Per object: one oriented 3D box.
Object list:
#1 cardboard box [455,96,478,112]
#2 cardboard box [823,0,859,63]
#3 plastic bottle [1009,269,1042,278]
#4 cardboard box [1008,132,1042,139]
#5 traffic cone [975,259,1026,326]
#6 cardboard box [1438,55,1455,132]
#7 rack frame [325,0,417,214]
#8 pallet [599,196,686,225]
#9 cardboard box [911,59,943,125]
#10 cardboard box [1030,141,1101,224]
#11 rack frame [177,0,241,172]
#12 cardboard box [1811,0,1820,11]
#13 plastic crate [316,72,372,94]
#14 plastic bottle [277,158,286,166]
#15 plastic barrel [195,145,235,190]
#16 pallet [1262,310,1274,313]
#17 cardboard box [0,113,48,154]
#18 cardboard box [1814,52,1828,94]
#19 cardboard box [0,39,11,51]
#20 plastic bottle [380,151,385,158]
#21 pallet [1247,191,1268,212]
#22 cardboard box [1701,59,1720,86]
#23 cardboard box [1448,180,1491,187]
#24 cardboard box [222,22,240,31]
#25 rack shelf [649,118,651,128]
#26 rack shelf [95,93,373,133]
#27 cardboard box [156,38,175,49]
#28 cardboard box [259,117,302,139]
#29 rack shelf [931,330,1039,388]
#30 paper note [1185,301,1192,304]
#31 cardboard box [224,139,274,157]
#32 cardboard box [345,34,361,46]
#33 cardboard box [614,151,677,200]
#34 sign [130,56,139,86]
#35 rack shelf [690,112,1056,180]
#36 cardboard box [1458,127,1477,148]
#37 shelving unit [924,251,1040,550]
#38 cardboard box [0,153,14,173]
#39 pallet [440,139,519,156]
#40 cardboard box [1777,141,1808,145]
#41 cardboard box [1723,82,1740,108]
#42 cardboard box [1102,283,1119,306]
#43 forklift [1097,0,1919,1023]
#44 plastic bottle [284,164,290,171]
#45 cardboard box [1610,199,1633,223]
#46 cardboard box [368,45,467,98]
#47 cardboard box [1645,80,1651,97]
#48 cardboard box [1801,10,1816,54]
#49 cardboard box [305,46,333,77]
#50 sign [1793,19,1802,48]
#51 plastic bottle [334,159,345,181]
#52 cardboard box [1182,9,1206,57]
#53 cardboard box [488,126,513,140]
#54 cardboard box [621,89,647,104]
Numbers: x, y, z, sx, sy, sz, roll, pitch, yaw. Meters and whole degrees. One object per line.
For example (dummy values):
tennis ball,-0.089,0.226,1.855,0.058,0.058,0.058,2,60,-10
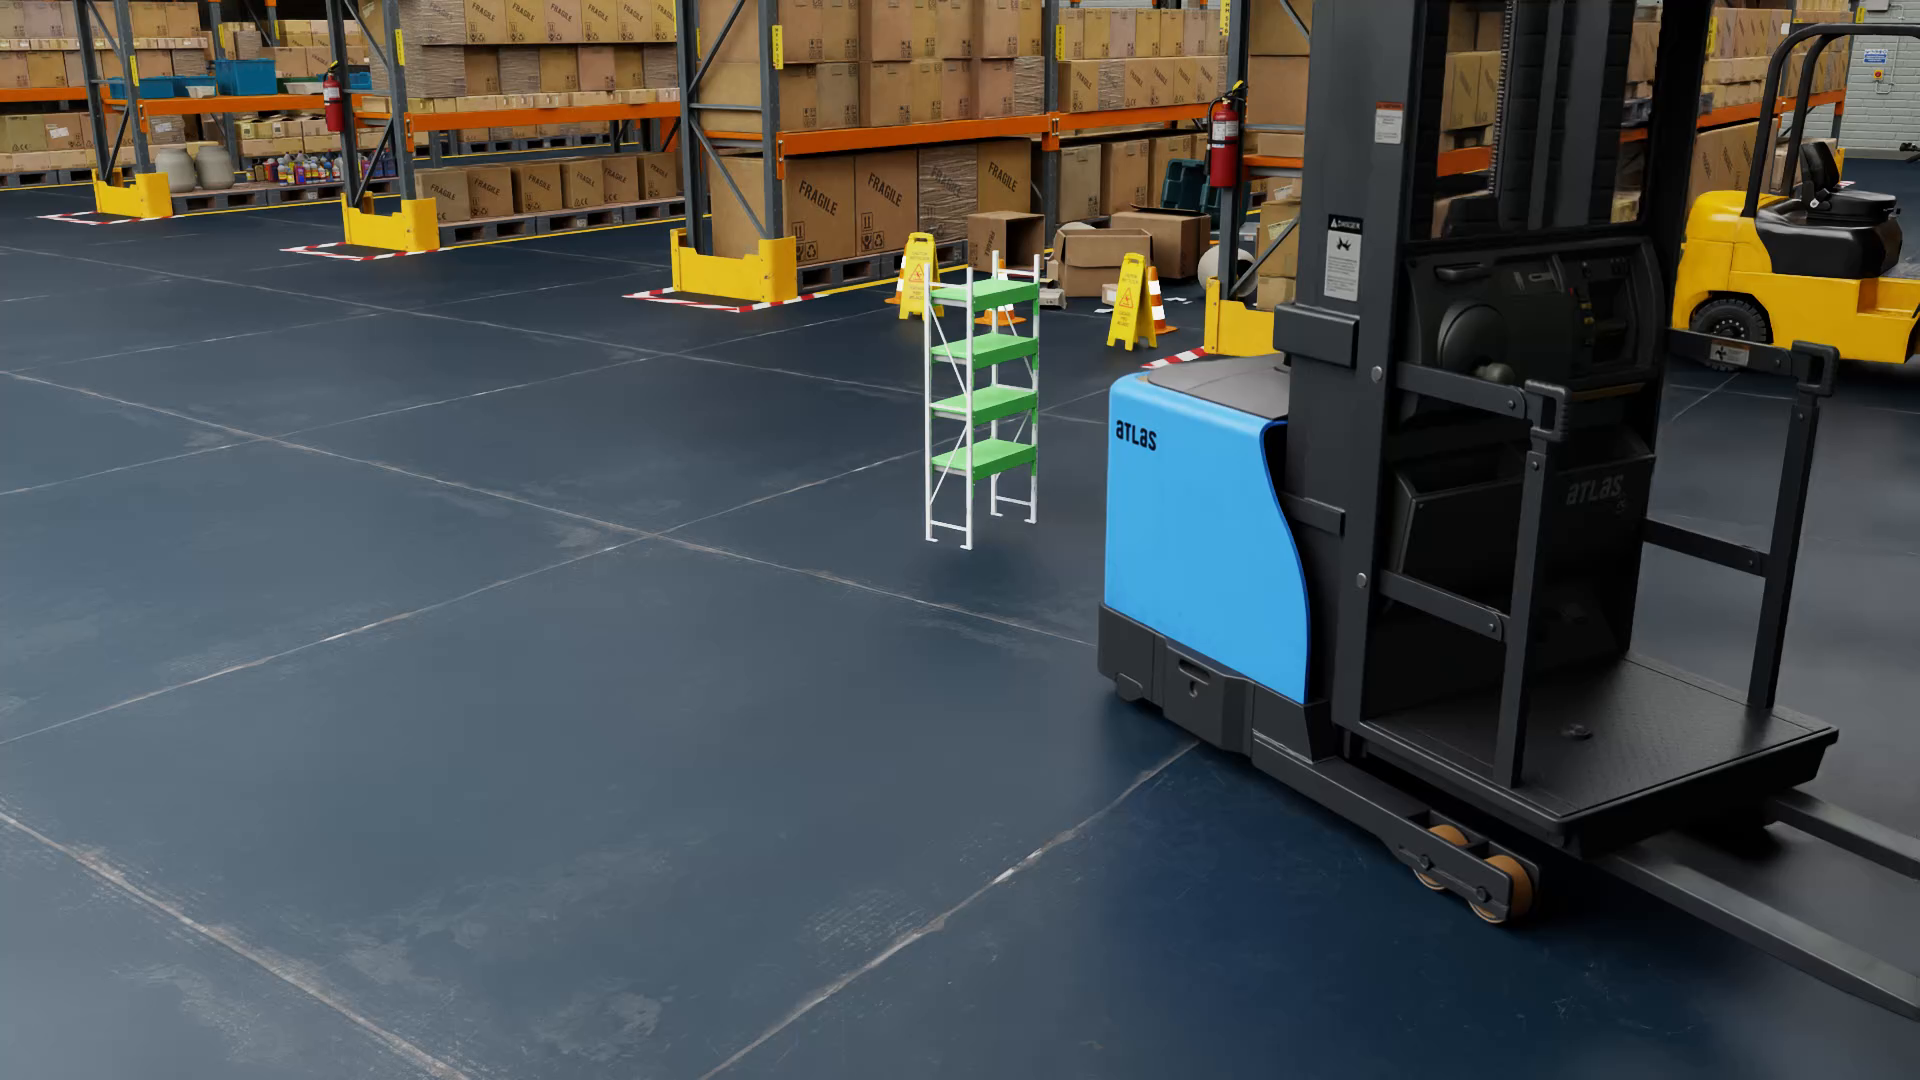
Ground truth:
cardboard box,-5.100,-4.409,16.806,0.380,0.149,0.250,12,21,35
cardboard box,-1.358,-4.305,13.976,0.875,0.550,0.550,12,21,35
plastic bottle,0.590,-2.358,14.735,0.283,0.061,0.133,5,18,16
cardboard box,0.466,-6.065,24.590,1.225,0.875,0.875,12,21,33
traffic cone,0.298,-1.873,12.494,0.336,0.463,0.334,12,21,35
cardboard box,2.983,-3.016,11.228,0.500,0.500,0.500,13,22,36
rack frame,-5.787,-4.390,16.322,1.000,3.000,0.127,12,21,35
pallet,-3.776,-3.845,19.268,1.003,0.211,1.213,12,21,35
cardboard box,-0.652,-4.037,14.932,0.875,0.550,0.500,12,21,35
cardboard box,0.817,-3.732,17.288,1.050,0.750,0.750,12,21,34
rack frame,-11.357,-7.094,25.029,1.000,3.000,0.127,12,21,35
cardboard box,10.355,-6.600,20.490,0.380,0.149,0.250,12,21,33
plastic crate,-7.823,-5.835,21.227,0.499,0.251,0.616,12,21,35
plastic bottle,-8.768,-4.777,21.421,0.152,0.276,0.135,12,21,33
plastic barrel,-9.135,-4.567,20.379,0.421,0.512,0.421,0,17,0
pallet,2.729,-1.512,11.757,1.003,0.211,1.213,12,21,35
cardboard box,-12.946,-5.595,22.865,0.500,0.500,0.500,12,21,35
cardboard box,10.723,-5.969,21.239,0.500,0.500,0.500,13,22,36
cardboard box,-13.029,-6.677,22.424,0.380,0.149,0.250,13,21,35
plastic bottle,-7.650,-4.984,21.960,0.144,0.351,0.185,12,21,35
pallet,3.370,-4.249,20.570,1.003,0.211,1.213,12,21,35
cardboard box,7.439,-4.788,17.015,0.500,0.250,0.500,12,21,34
cardboard box,4.116,-2.527,12.987,0.500,0.500,0.500,13,21,36
cardboard box,-13.316,-9.322,30.200,0.380,0.149,0.250,9,19,26
rack shelf,-2.212,-5.475,21.030,1.077,0.370,4.000,12,21,35
rack shelf,-8.573,-5.398,20.781,1.077,0.370,4.000,12,21,35
cardboard box,-11.650,-7.227,24.197,0.380,0.149,0.250,12,21,33
cardboard box,-10.609,-6.422,25.848,0.500,0.311,0.500,12,21,34
rack shelf,0.099,-0.781,7.141,0.258,0.148,0.480,12,21,35
paper note,1.835,-1.913,13.386,0.032,0.001,0.123,12,21,35
cardboard box,-10.918,-6.034,25.543,0.500,0.250,0.500,12,21,33
cardboard box,-11.844,-9.432,31.855,0.500,0.500,0.500,12,21,34
cardboard box,-3.674,-4.261,19.414,0.500,0.500,0.500,12,21,33
sign,-9.326,-5.299,18.783,0.100,0.325,0.005,12,21,35
rack shelf,-0.672,-3.622,15.062,1.077,0.370,4.000,12,21,35
cardboard box,3.508,-2.925,12.030,0.380,0.149,0.250,12,21,33
shelving unit,0.099,-0.612,7.193,0.258,1.200,0.503,12,21,35
cardboard box,-13.243,-5.117,22.592,0.500,0.250,0.500,12,21,35
pallet,-8.499,-6.886,29.062,1.003,0.211,1.213,12,21,35
cardboard box,10.854,-5.032,22.002,0.875,0.438,0.875,13,22,36
cardboard box,8.041,-4.794,17.876,0.500,0.250,0.500,13,22,36
cardboard box,1.330,-1.946,13.260,0.250,0.149,0.380,-7,19,-22
forklift,1.639,-0.597,4.225,1.130,2.935,3.031,-10,20,-29
plastic bottle,-8.657,-4.724,21.375,0.097,0.201,0.097,0,17,0
cardboard box,5.704,-3.000,15.569,0.950,0.372,0.625,13,22,36
cardboard box,-5.437,-4.706,16.669,0.875,0.500,0.500,12,21,35
cardboard box,6.072,-4.122,15.175,0.380,0.149,0.250,12,21,33
cardboard box,10.106,-6.212,20.334,0.500,0.500,0.500,12,21,34
cardboard box,-10.274,-7.566,26.383,0.500,0.500,0.500,12,21,35
sign,9.763,-5.918,19.425,0.100,0.325,0.005,12,21,35
plastic bottle,-7.941,-4.762,21.371,0.152,0.276,0.135,13,21,36
cardboard box,2.327,-5.694,18.667,0.700,0.500,0.500,12,21,34
cardboard box,-8.166,-7.247,28.994,0.500,0.500,0.500,12,21,33
cardboard box,-3.709,-4.933,18.496,0.380,0.149,0.250,12,21,35
